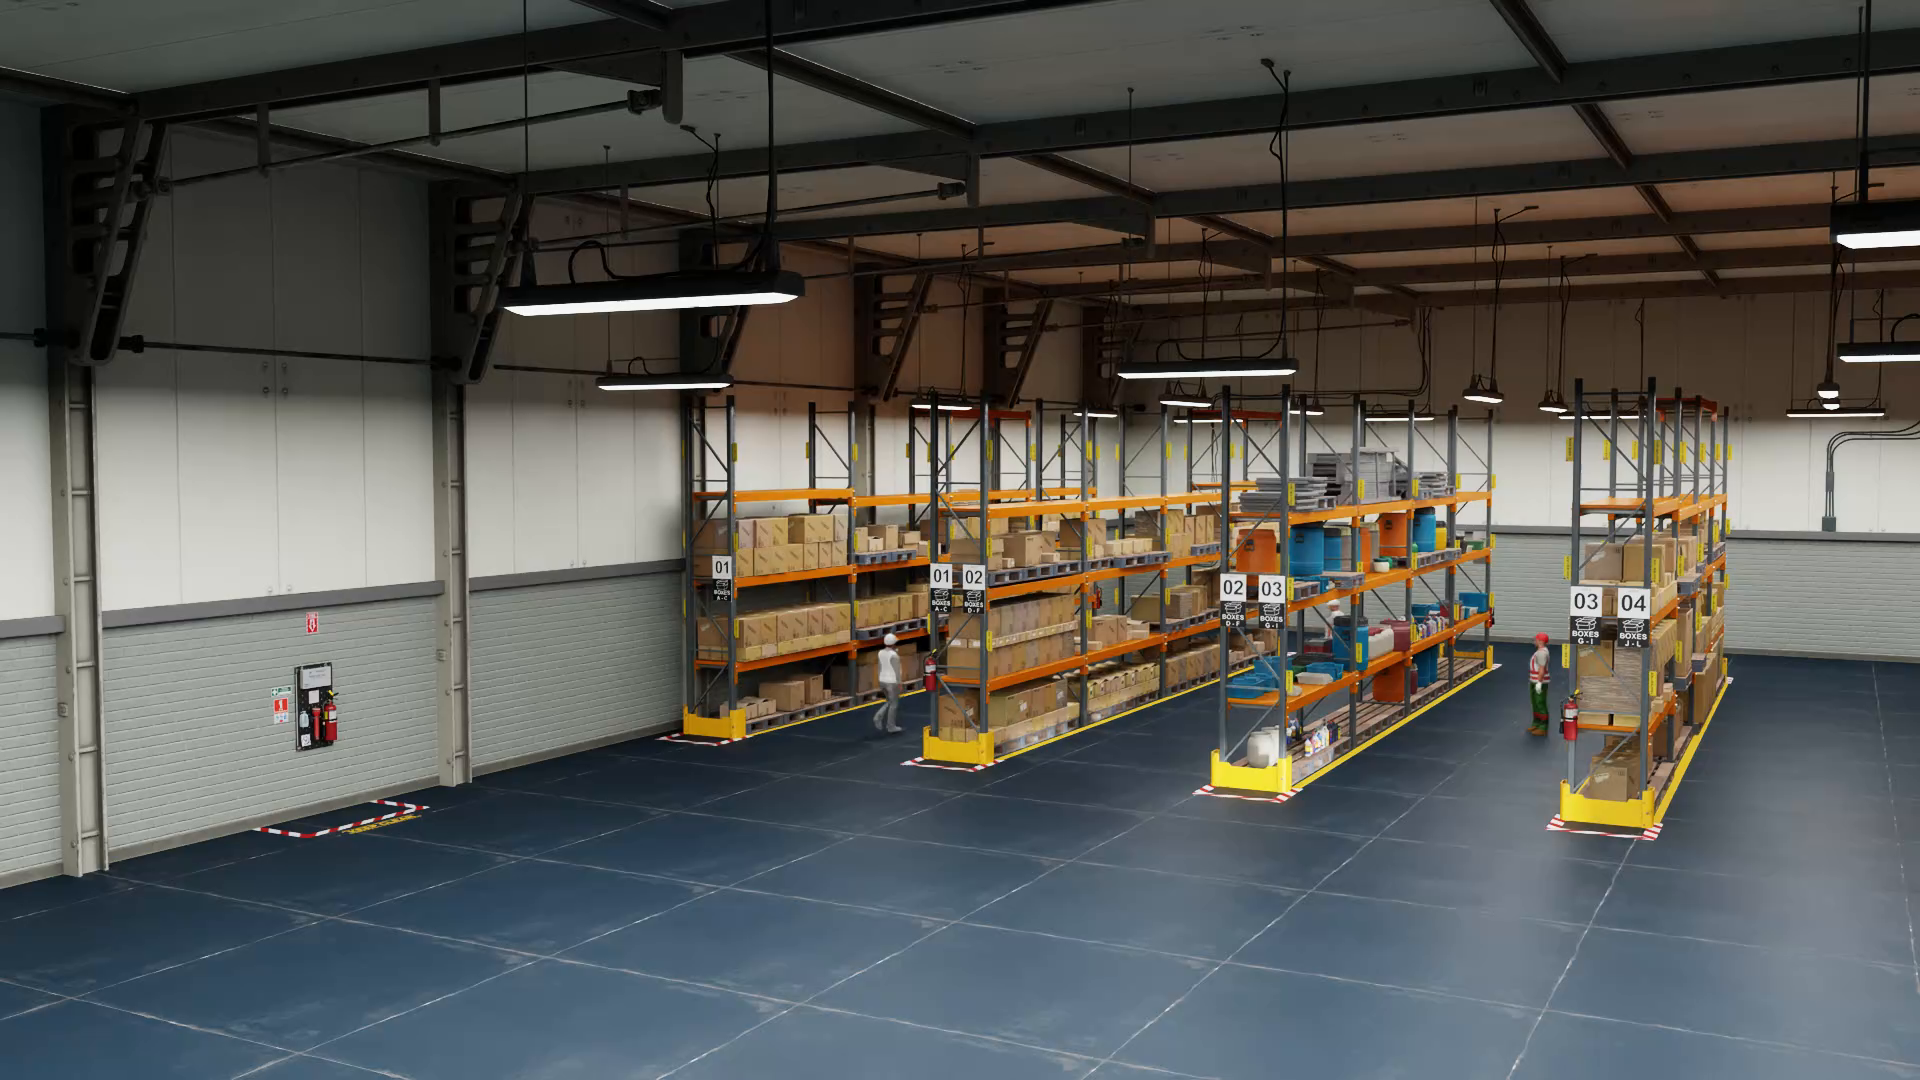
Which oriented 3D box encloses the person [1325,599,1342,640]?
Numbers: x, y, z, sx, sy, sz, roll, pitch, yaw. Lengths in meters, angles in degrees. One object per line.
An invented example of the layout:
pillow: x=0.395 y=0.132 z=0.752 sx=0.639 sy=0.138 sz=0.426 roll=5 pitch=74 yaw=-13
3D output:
person: x=8.173 y=2.183 z=36.627 sx=0.443 sy=1.793 sz=0.600 roll=2 pitch=4 yaw=40

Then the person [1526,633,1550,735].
person: x=10.308 y=2.540 z=29.588 sx=0.391 sy=1.795 sz=0.593 roll=0 pitch=3 yaw=2

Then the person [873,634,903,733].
person: x=-1.264 y=2.544 z=29.611 sx=0.525 sy=1.765 sz=0.537 roll=-2 pitch=3 yaw=-30
